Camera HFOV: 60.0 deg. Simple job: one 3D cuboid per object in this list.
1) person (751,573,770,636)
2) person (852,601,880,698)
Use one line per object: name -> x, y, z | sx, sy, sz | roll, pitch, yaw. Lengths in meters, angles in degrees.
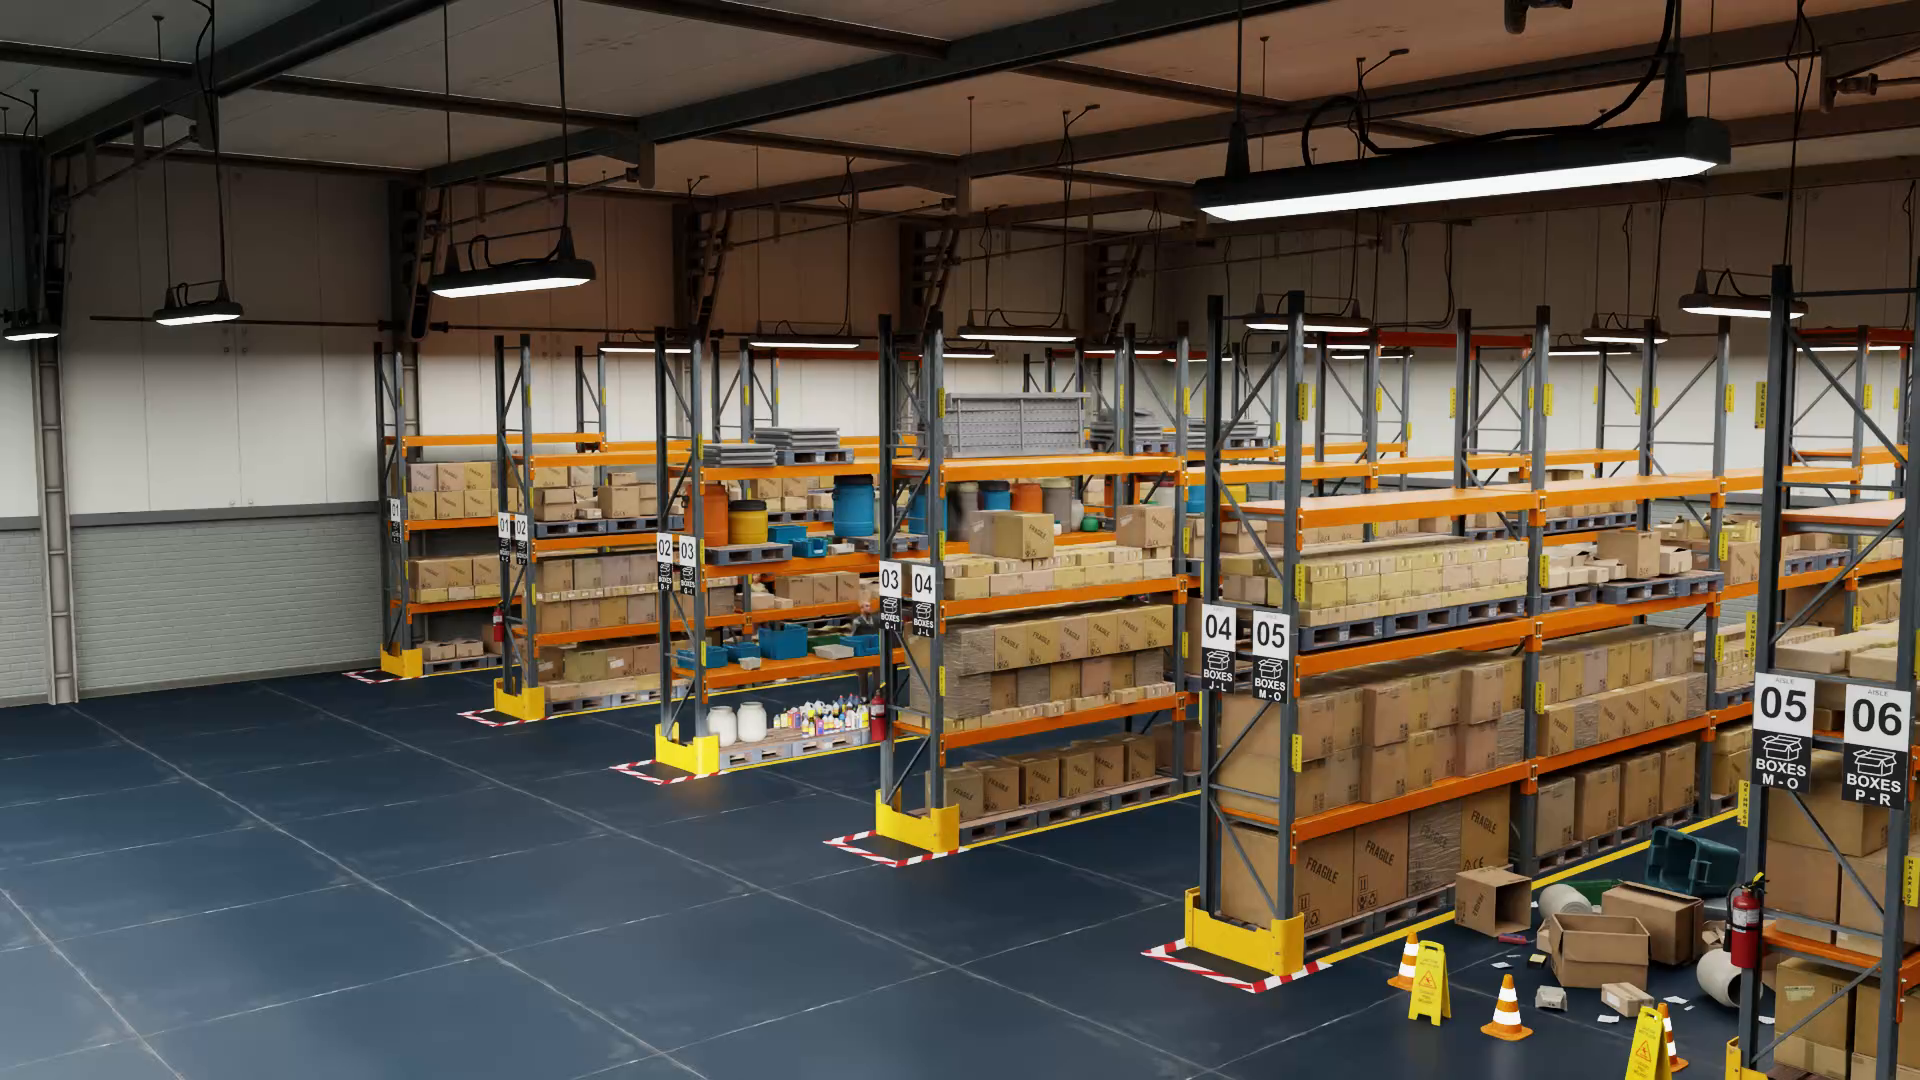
person -> -3.882, 1.410, 32.116 | 0.353, 1.688, 0.485 | 4, 7, 40
person -> -1.449, 1.872, 26.761 | 0.595, 1.639, 0.567 | -2, 5, -18
